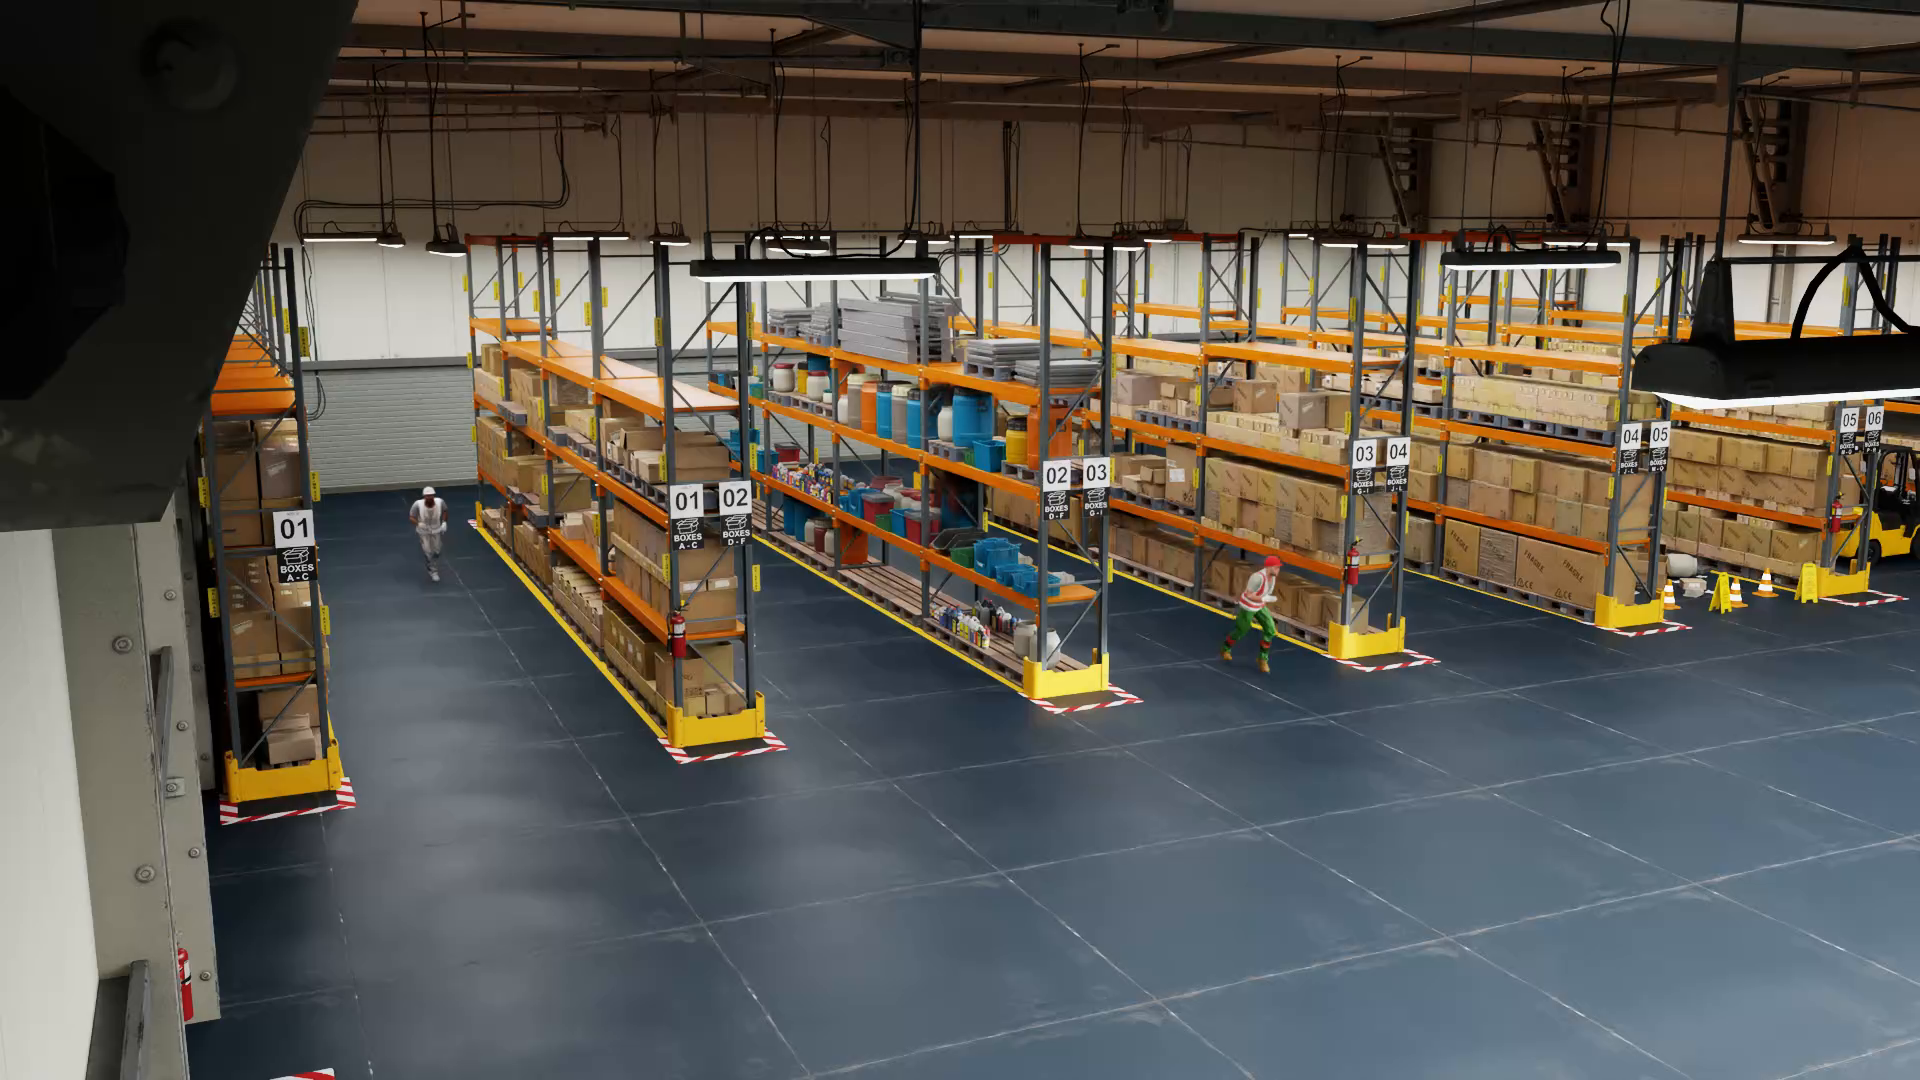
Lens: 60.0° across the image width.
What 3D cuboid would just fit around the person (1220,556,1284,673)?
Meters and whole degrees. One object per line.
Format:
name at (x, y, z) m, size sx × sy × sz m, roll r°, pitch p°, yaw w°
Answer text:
person at (4.140, 1.014, 23.593) m, size 0.707 × 1.727 × 1.020 m, roll -10°, pitch 15°, yaw -43°

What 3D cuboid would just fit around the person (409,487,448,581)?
person at (-9.379, -0.127, 29.399) m, size 0.676 × 1.704 × 0.770 m, roll -5°, pitch 12°, yaw -24°
